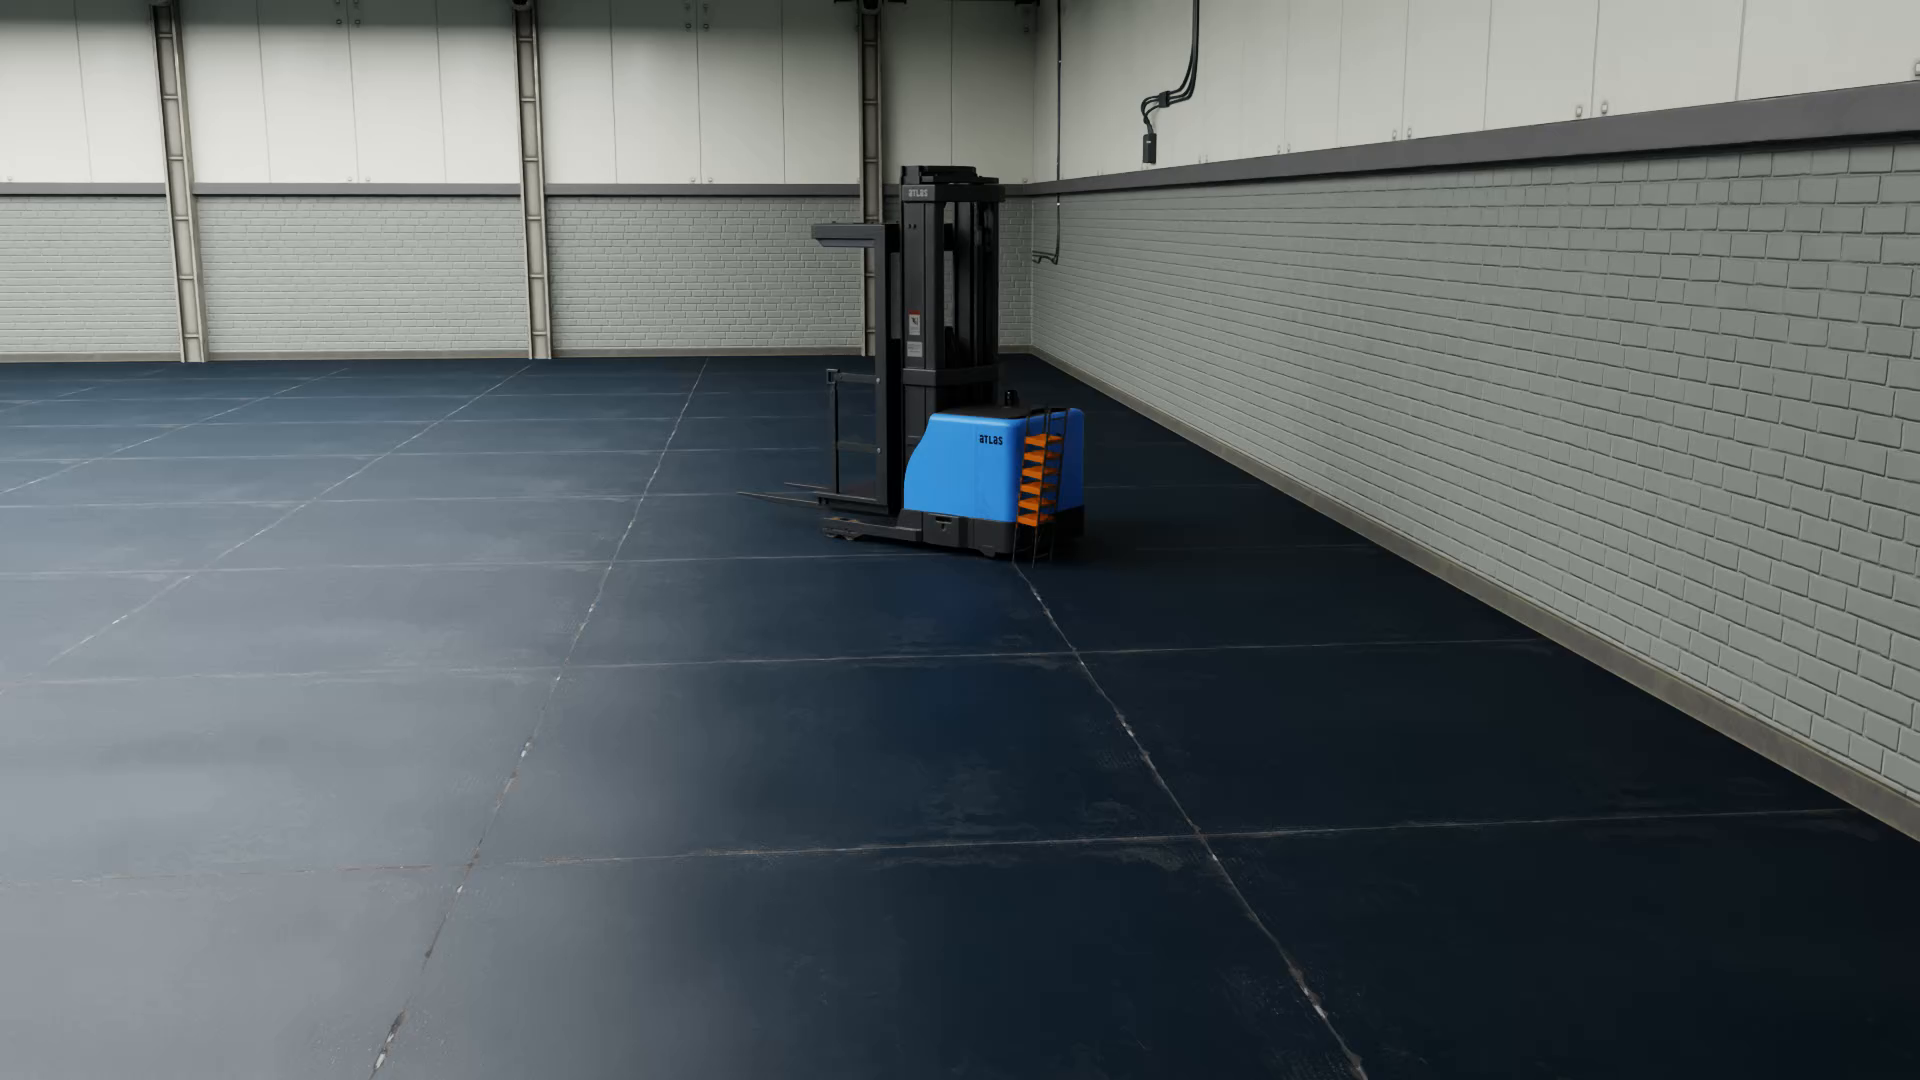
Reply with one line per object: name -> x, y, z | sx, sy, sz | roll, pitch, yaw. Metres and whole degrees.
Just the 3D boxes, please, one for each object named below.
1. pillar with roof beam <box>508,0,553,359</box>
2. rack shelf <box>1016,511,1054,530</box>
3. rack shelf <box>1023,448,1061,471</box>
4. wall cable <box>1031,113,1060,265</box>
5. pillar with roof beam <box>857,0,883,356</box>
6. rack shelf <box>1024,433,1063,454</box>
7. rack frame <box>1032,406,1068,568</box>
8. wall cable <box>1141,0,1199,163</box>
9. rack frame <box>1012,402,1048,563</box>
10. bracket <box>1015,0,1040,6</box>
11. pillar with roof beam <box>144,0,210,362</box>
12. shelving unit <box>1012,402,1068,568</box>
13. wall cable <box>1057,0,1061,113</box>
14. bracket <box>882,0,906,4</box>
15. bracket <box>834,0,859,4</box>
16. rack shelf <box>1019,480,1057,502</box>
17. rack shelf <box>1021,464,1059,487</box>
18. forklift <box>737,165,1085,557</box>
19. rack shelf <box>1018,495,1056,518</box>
pillar with roof beam -> -7.116, -6.881, 25.041 | 0.548, 9.000, 9.100 | -1, 11, -6
rack shelf -> 0.567, -0.132, 12.357 | 0.180, 0.103, 0.258 | 16, 18, 35
rack shelf -> 0.610, -0.593, 12.232 | 0.180, 0.103, 0.258 | 16, 18, 35
wall cable -> 1.456, -6.116, 29.198 | 0.112, 2.526, 3.097 | -1, 11, -6
pillar with roof beam -> -1.151, -7.006, 25.677 | 0.548, 9.000, 9.100 | -1, 11, -6
rack shelf -> 0.620, -0.709, 12.201 | 0.180, 0.103, 0.258 | 16, 18, 35
rack frame -> 0.664, -0.385, 12.230 | 0.006, 1.200, 0.240 | 16, 18, 35
wall cable -> 2.465, -7.487, 19.308 | 0.169, 6.003, 2.305 | -1, 11, -6
rack frame -> 0.520, -0.426, 12.336 | 0.006, 1.200, 0.240 | 16, 18, 35
bracket -> 1.191, -9.588, 29.478 | 0.430, 0.232, 0.235 | -1, 11, -6
pillar with roof beam -> -13.081, -6.756, 24.406 | 0.548, 9.000, 9.100 | -1, 11, -6
shelving unit -> 0.592, -0.405, 12.283 | 0.189, 1.200, 0.258 | 16, 18, 35
wall cable -> 1.748, -8.075, 26.072 | 0.112, 2.526, 3.097 | -1, 11, -6
bracket -> -1.165, -9.538, 29.227 | 0.430, 0.232, 0.235 | -1, 11, -6
bracket -> -1.990, -9.521, 29.139 | 0.430, 0.232, 0.235 | -1, 11, -6
rack shelf -> 0.588, -0.363, 12.295 | 0.180, 0.103, 0.258 | 16, 18, 35
rack shelf -> 0.599, -0.478, 12.263 | 0.180, 0.103, 0.258 | 16, 18, 35
forklift -> -0.503, -1.509, 13.446 | 3.031, 2.935, 1.130 | 8, 14, 35
rack shelf -> 0.578, -0.247, 12.326 | 0.180, 0.103, 0.258 | 16, 18, 35
